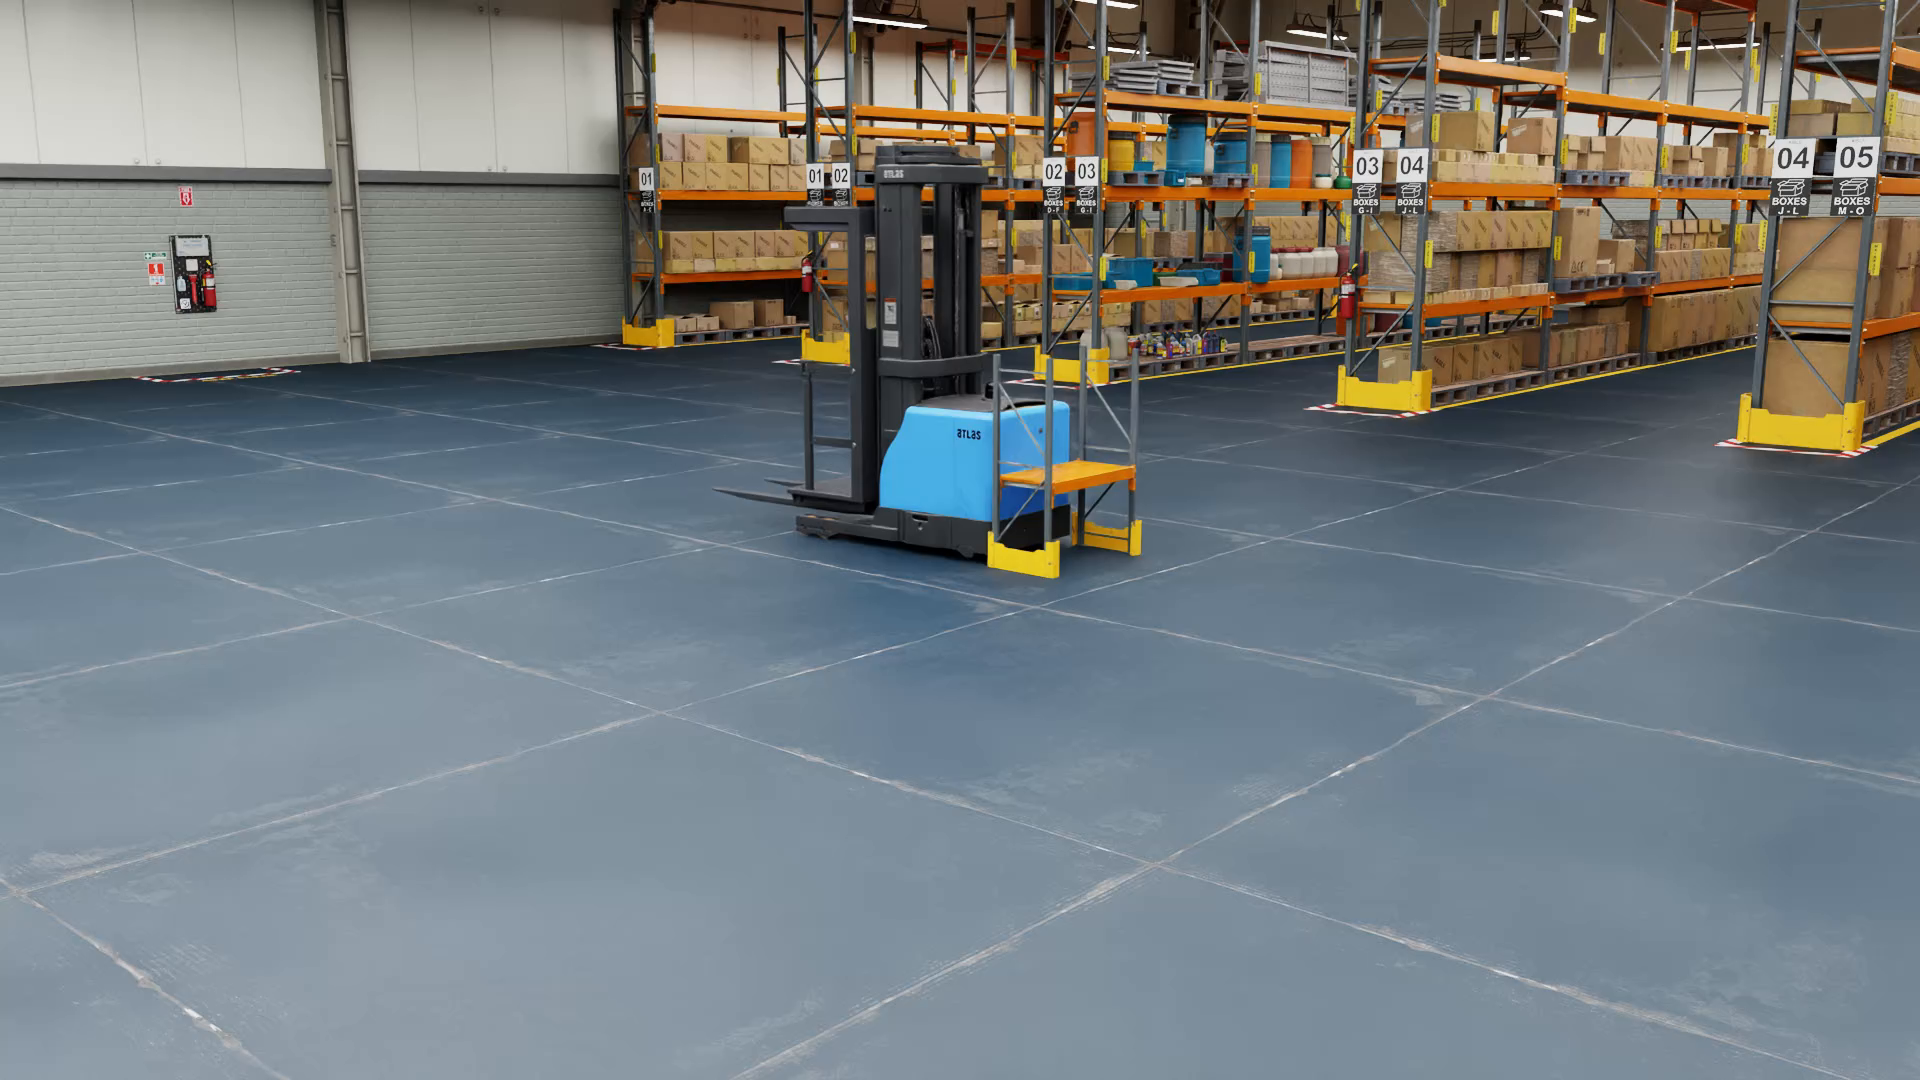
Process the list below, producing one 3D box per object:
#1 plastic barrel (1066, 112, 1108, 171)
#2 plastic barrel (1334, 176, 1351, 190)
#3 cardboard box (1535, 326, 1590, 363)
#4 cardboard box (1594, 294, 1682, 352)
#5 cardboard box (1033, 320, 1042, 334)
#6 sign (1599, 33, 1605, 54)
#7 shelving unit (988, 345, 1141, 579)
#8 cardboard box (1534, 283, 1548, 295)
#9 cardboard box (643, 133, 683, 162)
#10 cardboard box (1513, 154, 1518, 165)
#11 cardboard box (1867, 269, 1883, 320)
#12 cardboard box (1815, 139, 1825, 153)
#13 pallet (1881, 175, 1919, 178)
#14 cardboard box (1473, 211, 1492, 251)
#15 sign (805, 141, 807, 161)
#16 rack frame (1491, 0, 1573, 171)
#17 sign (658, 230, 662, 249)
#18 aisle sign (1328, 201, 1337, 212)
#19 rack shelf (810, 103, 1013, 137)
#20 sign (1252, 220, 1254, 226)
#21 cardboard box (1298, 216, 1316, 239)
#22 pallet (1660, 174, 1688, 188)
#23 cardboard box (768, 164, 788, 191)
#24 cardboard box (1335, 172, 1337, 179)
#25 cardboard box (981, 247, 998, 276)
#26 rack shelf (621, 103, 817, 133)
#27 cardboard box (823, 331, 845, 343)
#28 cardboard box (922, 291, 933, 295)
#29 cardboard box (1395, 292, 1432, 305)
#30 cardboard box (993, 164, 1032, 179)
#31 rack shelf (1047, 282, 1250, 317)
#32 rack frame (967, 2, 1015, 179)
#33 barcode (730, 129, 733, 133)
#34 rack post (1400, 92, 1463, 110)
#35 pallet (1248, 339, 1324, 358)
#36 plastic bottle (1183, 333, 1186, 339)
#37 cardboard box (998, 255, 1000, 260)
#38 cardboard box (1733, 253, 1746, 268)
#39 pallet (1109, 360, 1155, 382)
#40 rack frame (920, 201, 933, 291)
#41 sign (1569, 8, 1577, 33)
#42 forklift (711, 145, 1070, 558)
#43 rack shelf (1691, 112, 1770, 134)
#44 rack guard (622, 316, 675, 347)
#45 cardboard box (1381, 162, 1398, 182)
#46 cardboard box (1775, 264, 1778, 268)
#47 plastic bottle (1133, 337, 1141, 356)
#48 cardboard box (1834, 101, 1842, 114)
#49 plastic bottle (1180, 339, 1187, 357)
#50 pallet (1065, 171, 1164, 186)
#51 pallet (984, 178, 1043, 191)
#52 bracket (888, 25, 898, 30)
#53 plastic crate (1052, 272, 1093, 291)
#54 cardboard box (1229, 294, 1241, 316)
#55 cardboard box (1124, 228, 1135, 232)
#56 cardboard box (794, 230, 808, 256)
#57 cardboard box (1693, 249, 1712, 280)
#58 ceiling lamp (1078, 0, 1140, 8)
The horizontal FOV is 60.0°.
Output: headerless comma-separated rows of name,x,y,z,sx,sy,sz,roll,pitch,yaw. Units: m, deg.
plastic barrel,1.846,-5.770,24.117,0.600,0.830,0.708,10,15,40
plastic barrel,6.777,-6.324,29.453,0.294,0.245,0.294,0,11,0
cardboard box,9.101,-2.971,25.185,0.700,0.500,0.500,8,14,36
cardboard box,11.093,-3.595,27.402,1.225,0.875,0.875,9,14,38
cardboard box,1.334,-3.984,30.950,0.500,0.250,0.500,10,15,42
sign,10.203,-7.880,26.402,0.100,0.325,0.005,10,15,40
shelving unit,0.761,-0.588,11.823,0.587,1.500,1.083,10,15,39
cardboard box,8.061,-3.550,23.470,0.380,0.149,0.250,10,15,40
cardboard box,-5.384,-7.121,30.190,0.500,0.500,0.500,8,14,36
cardboard box,7.250,-5.103,22.308,0.380,0.149,0.250,11,15,42
cardboard box,9.558,-2.716,18.269,0.875,0.550,0.550,10,15,40
cardboard box,8.965,-4.194,17.706,0.380,0.149,0.250,10,15,40
pallet,11.093,-4.395,19.628,1.003,0.211,1.213,10,15,40
cardboard box,6.573,-4.032,21.672,0.500,0.500,0.500,10,15,40
sign,-2.496,-6.375,27.251,0.100,0.325,0.005,10,15,40
rack frame,7.982,-6.685,23.206,1.000,3.000,0.127,10,15,40
sign,-5.413,-5.430,30.031,0.100,0.325,0.005,10,15,40
aisle sign,8.739,-8.035,38.646,0.394,0.787,0.004,10,15,40
rack shelf,-0.777,-7.123,28.258,1.077,0.370,4.000,10,15,40
sign,6.243,-6.698,35.632,0.100,0.325,0.005,10,15,40
cardboard box,7.705,-7.077,37.677,0.500,0.500,0.500,10,15,42
pallet,11.007,-5.812,26.974,1.213,0.211,1.003,11,16,43
cardboard box,-3.672,-7.015,32.211,0.500,0.500,0.500,8,14,36
cardboard box,8.317,-8.324,38.177,0.500,0.250,0.500,10,15,40
cardboard box,0.255,-5.007,29.868,0.700,0.500,0.500,9,15,39
rack shelf,-4.501,-7.958,31.423,1.077,0.370,4.000,10,15,40
cardboard box,-1.966,-3.411,28.077,0.500,0.250,0.500,10,15,40
cardboard box,-0.976,-5.130,35.997,0.700,0.500,0.500,10,15,41
cardboard box,5.708,-3.043,20.927,0.380,0.149,0.250,10,15,40
cardboard box,0.957,-6.717,30.337,0.500,0.250,0.500,-10,15,-42
rack shelf,2.941,-3.737,25.597,1.077,0.370,4.000,10,15,40
rack frame,0.543,-7.966,29.622,1.000,3.000,0.127,10,15,40
barcode,-4.421,-7.918,32.188,0.001,0.075,0.075,10,15,40
rack post,8.962,-8.345,31.712,0.937,0.300,0.954,9,15,39
pallet,5.556,-3.317,28.779,1.003,0.211,1.213,10,15,40
plastic bottle,3.609,-3.212,26.948,0.061,0.283,0.133,10,15,40
cardboard box,0.679,-6.351,37.441,0.380,0.149,0.250,10,15,41
cardboard box,13.769,-5.028,29.849,0.500,0.250,0.500,9,15,39
pallet,2.176,-2.564,25.008,1.003,0.211,1.213,10,15,40
rack frame,-0.540,-6.253,36.359,1.000,3.000,0.127,10,15,40
sign,8.377,-7.109,22.742,0.100,0.325,0.005,10,15,40
forklift,-0.647,-1.516,12.818,3.031,2.935,1.130,8,14,36
rack shelf,14.583,-7.607,30.682,1.077,0.370,4.000,10,15,40
rack guard,-5.771,-3.861,30.767,1.175,0.500,0.348,10,15,40
cardboard box,5.469,-4.656,21.088,0.500,0.250,0.500,10,15,42
cardboard box,15.242,-5.140,31.429,0.380,0.149,0.250,9,15,39
plastic bottle,2.771,-3.025,26.012,0.061,0.283,0.133,10,15,40
cardboard box,9.303,-4.660,18.003,0.380,0.149,0.250,10,15,41
plastic bottle,3.478,-2.994,25.887,0.097,0.271,0.097,0,11,0
pallet,2.240,-5.282,24.324,1.003,0.211,1.213,10,15,40
pallet,1.115,-6.533,30.592,0.805,0.209,1.217,9,14,38
bracket,-1.508,-10.896,35.098,0.235,0.232,0.430,10,15,40
plastic crate,1.726,-3.834,24.630,0.499,0.251,0.616,10,15,40
cardboard box,5.713,-5.082,35.755,0.500,0.500,0.500,10,15,40
cardboard box,3.940,-7.392,41.298,0.980,0.700,0.700,10,15,40
cardboard box,-3.260,-5.859,32.804,0.500,0.500,0.500,10,15,40
cardboard box,12.487,-4.715,28.406,0.500,0.500,0.500,10,15,40
ceiling lamp,2.481,-10.459,27.199,0.800,3.185,2.000,10,15,40
